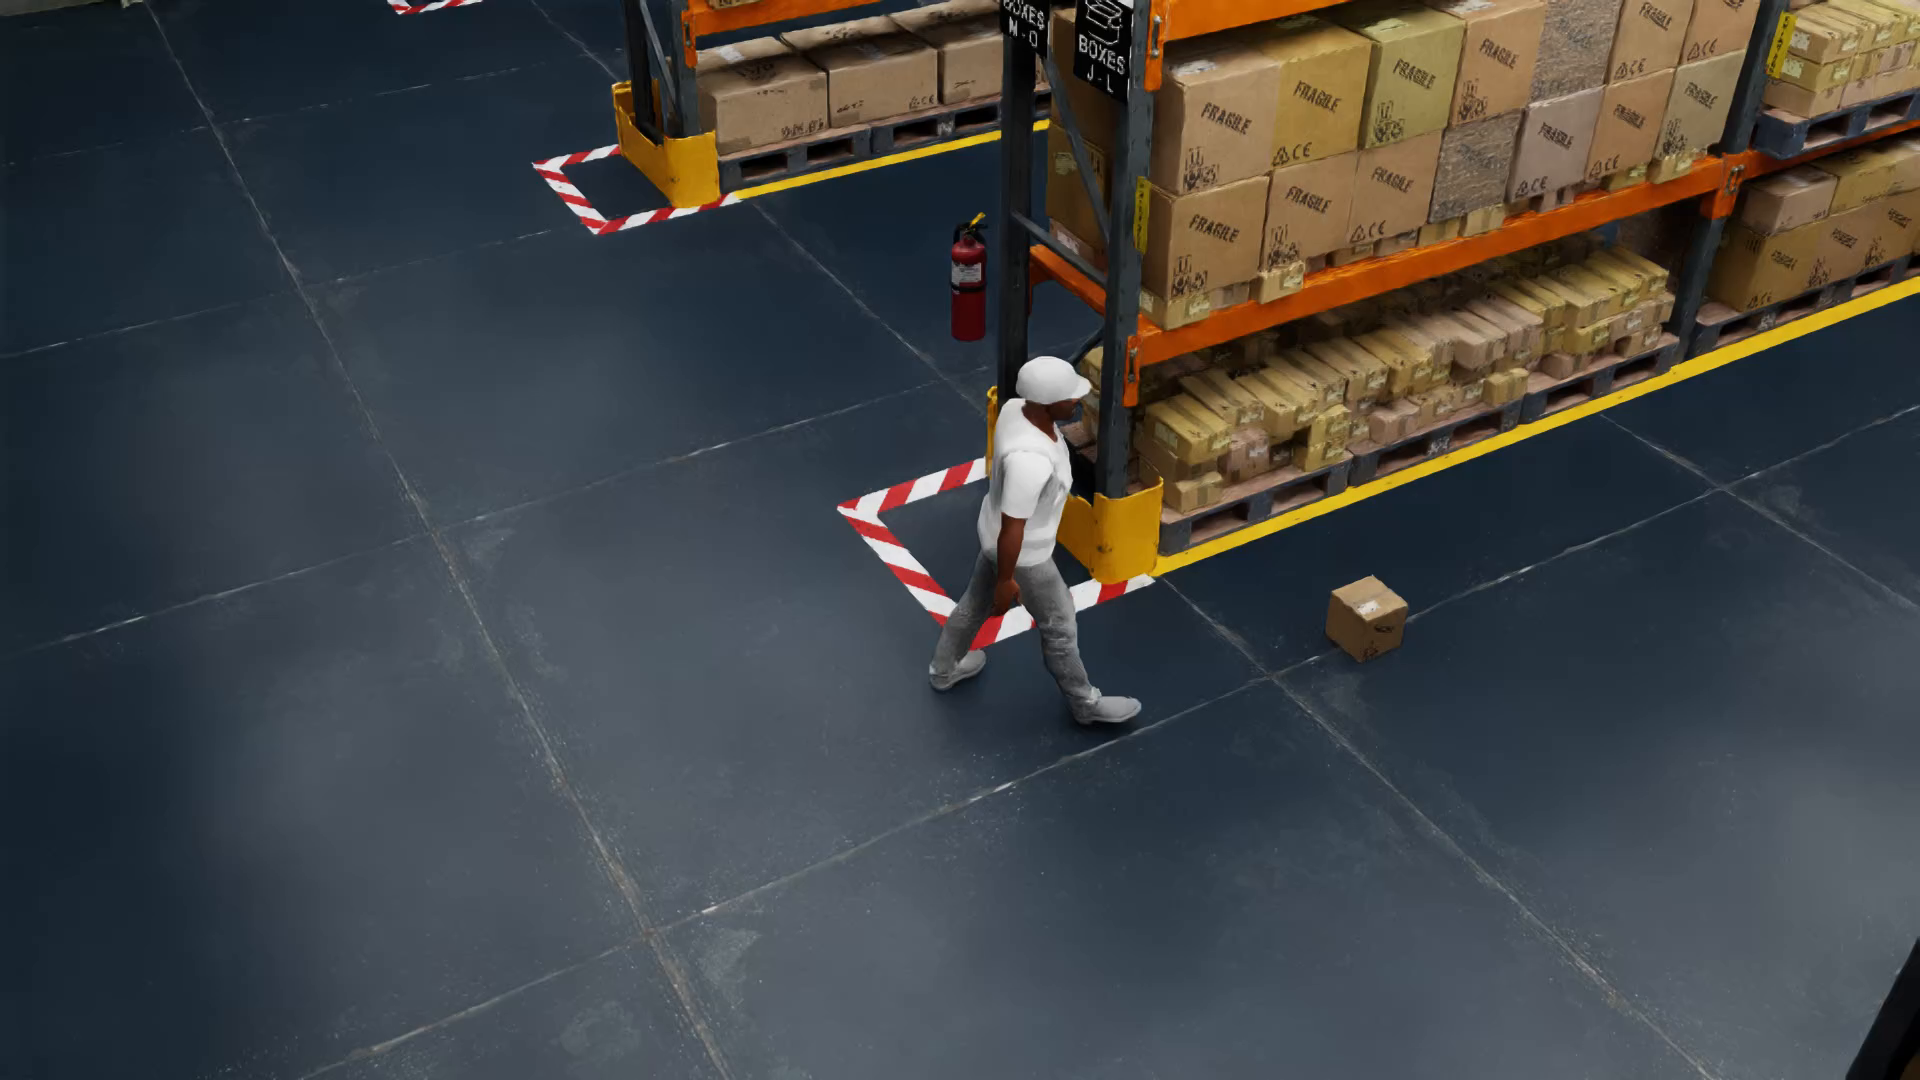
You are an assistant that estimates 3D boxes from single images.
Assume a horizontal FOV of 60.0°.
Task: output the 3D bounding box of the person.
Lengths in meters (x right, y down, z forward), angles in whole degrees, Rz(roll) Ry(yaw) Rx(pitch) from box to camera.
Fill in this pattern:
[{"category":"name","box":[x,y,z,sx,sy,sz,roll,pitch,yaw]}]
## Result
[{"category":"person","box":[0.319,-0.003,6.921,0.910,1.725,0.619,-2,37,-3]}]
